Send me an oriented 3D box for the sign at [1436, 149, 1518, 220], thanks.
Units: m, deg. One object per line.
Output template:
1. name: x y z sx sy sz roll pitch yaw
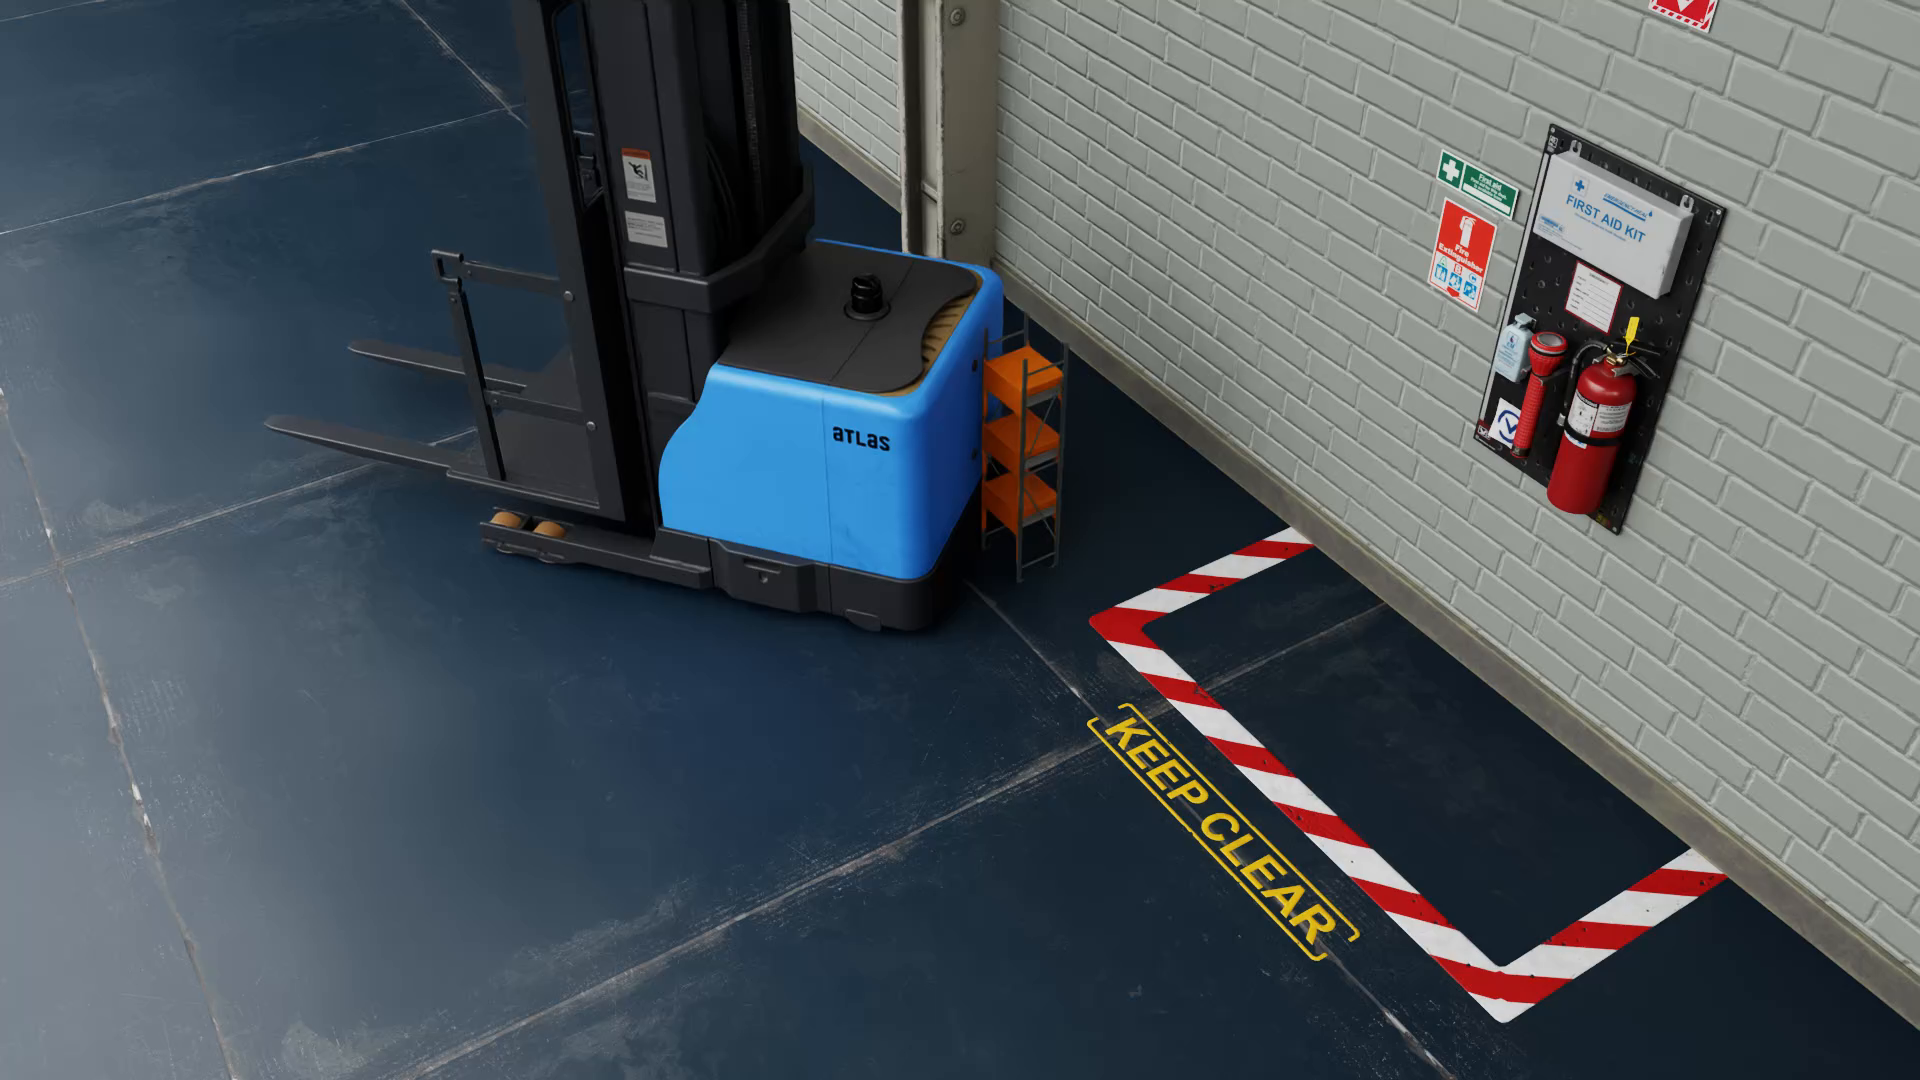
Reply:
1. sign: 1.656 -1.143 5.336 0.001 0.109 0.331 -22 45 -24

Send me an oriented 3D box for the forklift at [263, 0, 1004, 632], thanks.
1. forklift: -1.394 -1.340 6.068 3.031 2.935 1.130 12 41 14

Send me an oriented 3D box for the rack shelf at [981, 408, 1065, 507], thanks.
1. rack shelf: 0.238 -0.325 6.336 0.215 0.259 0.240 -24 45 -26

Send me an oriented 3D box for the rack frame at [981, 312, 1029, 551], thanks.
1. rack frame: 0.169 -0.397 6.407 0.200 1.050 0.008 -24 45 -26

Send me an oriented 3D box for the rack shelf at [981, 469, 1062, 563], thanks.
1. rack shelf: 0.238 -0.111 6.514 0.215 0.259 0.240 -24 45 -26

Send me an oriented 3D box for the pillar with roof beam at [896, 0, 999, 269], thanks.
1. pillar with roof beam: -3.687 -3.311 3.694 9.100 9.000 0.400 -22 45 -24

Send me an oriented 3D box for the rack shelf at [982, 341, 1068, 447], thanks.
1. rack shelf: 0.238 -0.543 6.154 0.215 0.259 0.240 -24 45 -26

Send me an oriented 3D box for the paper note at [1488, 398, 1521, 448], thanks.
1. paper note: 1.835 -0.378 5.548 0.016 0.148 0.142 -22 45 -24

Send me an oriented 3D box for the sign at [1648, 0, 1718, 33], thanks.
1. sign: 1.952 -1.526 4.427 0.001 0.298 0.199 -22 45 -24

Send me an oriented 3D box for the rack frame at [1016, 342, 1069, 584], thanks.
1. rack frame: 0.306 -0.268 6.252 0.200 1.050 0.008 -24 45 -26

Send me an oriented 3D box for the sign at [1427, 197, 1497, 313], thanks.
1. sign: 1.661 -0.945 5.513 0.001 0.329 0.234 -22 45 -24

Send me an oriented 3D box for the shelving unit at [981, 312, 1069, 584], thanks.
1. shelving unit: 0.238 -0.333 6.329 0.215 1.050 0.252 -24 45 -26

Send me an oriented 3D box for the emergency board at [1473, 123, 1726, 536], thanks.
1. emergency board: 1.872 -0.597 5.123 0.194 1.169 0.643 -22 45 -24
